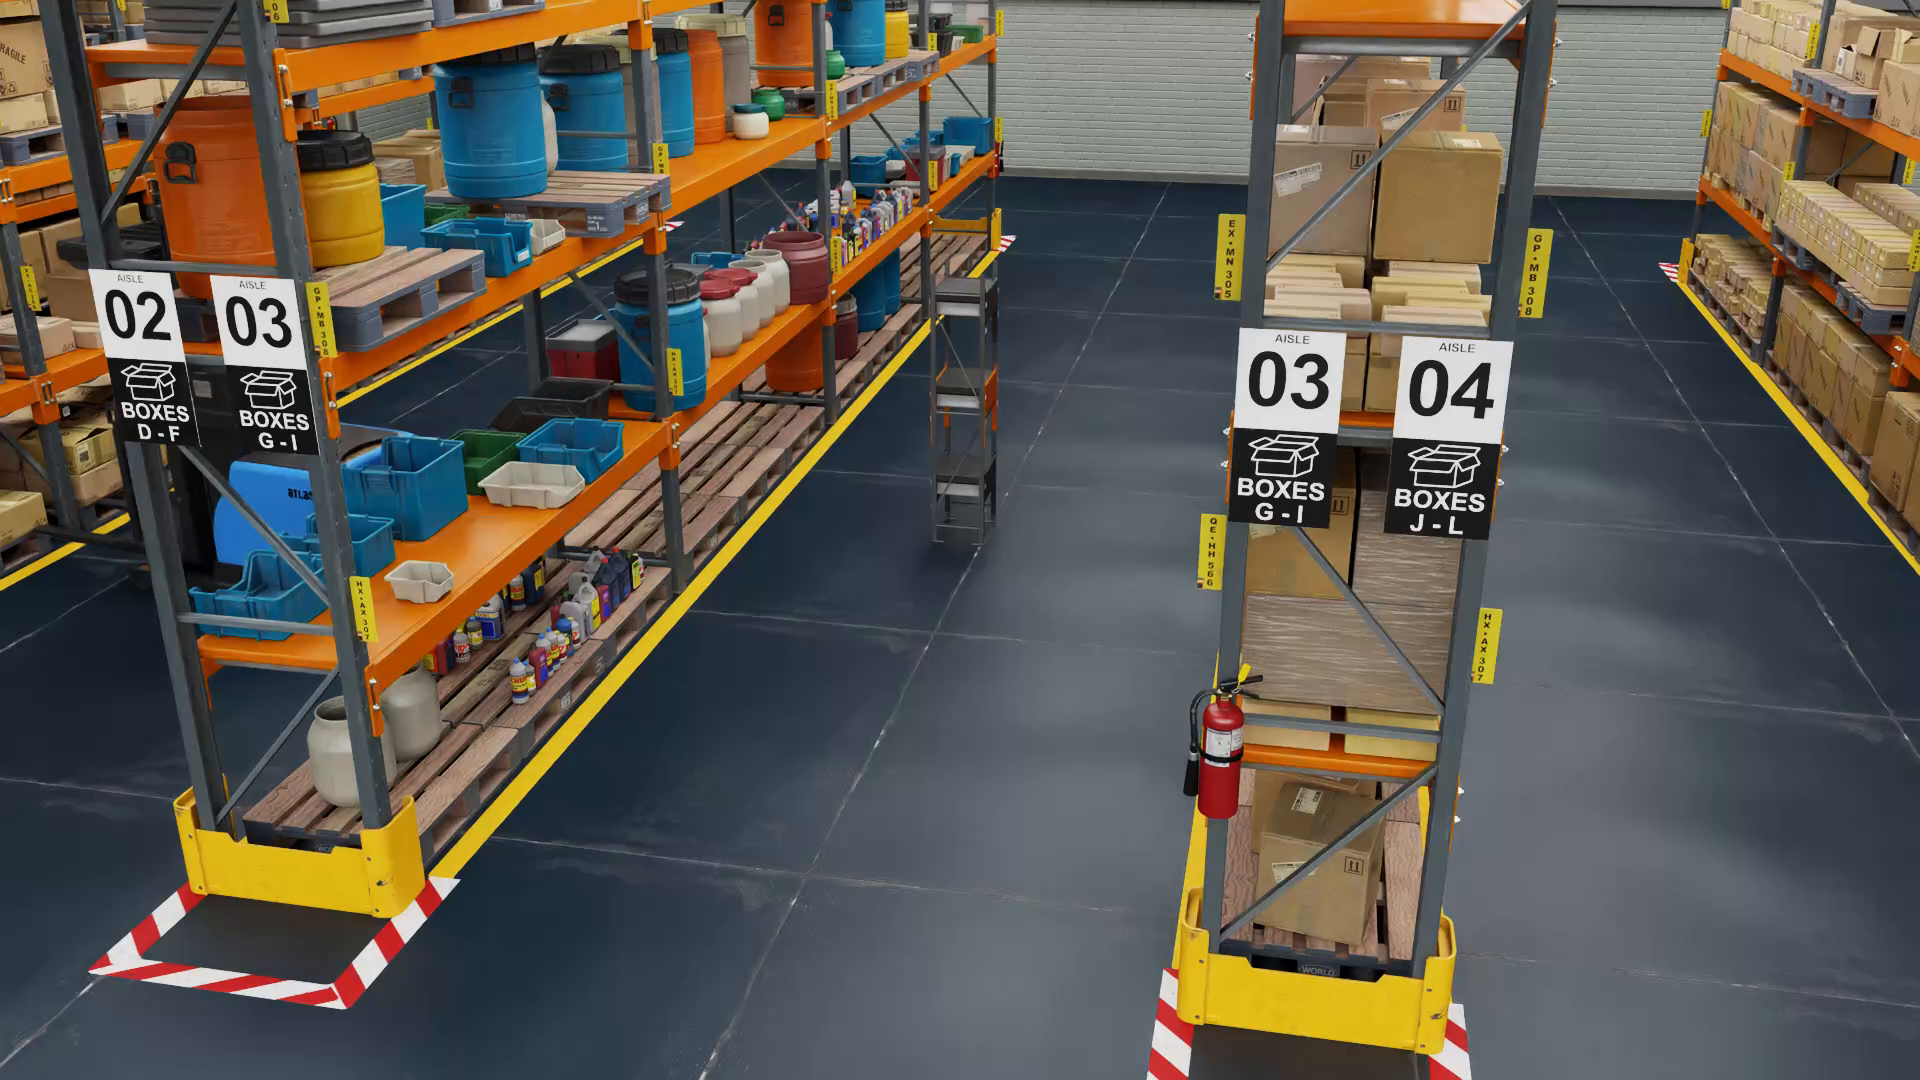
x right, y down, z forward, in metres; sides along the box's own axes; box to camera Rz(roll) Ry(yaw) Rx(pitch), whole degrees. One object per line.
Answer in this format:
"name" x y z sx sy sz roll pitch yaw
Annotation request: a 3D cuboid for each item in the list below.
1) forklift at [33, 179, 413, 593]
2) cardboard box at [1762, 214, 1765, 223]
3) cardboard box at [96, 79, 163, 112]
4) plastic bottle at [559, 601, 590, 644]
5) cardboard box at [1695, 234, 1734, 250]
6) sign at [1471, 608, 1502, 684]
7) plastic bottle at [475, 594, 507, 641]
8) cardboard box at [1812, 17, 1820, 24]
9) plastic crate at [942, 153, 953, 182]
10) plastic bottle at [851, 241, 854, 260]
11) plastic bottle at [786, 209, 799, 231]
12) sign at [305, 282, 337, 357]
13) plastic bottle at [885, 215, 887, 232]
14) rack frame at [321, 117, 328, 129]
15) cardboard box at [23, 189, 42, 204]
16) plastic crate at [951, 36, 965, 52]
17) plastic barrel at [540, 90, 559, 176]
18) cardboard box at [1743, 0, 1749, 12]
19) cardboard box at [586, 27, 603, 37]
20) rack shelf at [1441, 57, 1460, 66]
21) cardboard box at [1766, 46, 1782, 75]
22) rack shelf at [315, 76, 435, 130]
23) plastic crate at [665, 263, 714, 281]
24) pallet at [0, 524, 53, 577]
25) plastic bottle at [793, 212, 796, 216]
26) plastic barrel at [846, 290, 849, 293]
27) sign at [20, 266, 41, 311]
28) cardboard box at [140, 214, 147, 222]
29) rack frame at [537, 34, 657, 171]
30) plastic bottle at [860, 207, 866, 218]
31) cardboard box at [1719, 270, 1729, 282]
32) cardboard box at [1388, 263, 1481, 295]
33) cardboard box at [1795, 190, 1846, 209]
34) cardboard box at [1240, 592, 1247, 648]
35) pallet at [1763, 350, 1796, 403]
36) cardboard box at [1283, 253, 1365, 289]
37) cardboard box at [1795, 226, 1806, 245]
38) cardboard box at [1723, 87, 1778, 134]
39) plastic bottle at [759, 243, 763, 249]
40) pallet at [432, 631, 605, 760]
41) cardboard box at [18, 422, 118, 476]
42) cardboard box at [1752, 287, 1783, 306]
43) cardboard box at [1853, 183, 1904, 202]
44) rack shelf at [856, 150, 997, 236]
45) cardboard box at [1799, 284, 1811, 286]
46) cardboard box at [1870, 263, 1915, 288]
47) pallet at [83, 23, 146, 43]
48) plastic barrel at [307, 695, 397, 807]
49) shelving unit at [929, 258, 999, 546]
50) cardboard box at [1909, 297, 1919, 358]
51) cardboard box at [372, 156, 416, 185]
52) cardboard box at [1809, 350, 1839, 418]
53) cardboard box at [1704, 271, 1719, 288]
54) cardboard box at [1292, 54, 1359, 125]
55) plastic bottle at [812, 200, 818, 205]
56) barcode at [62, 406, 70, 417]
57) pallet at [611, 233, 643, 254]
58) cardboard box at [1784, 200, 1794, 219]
"forklift" -5.441 -1.159 11.809 3.031 2.935 1.130 8 23 19
"cardboard box" 8.732 -3.392 17.597 0.380 0.149 0.250 5 23 13
"cardboard box" -6.870 -3.648 13.519 0.500 0.250 0.500 3 22 6
"plastic bottle" -2.464 0.507 10.637 0.152 0.276 0.135 5 22 12
"cardboard box" 9.221 -3.636 20.325 0.380 0.149 0.250 3 22 8
"sign" 2.092 0.423 6.630 0.100 0.325 0.005 4 22 11
"plastic bottle" -3.018 0.492 10.674 0.152 0.276 0.135 4 22 11
"cardboard box" 8.640 -5.065 16.397 0.380 0.149 0.250 3 22 9
"plastic crate" -0.348 -4.501 20.092 0.437 0.282 0.530 4 22 11
"plastic bottle" -1.079 -2.820 16.107 0.097 0.201 0.097 0 22 0
"plastic bottle" -1.685 -3.151 16.728 0.144 0.351 0.185 4 22 11
"sign" -2.751 -0.947 7.162 0.100 0.325 0.005 4 22 11
"plastic bottle" -0.806 -3.311 17.325 0.097 0.201 0.097 0 22 0
"rack frame" -9.722 -6.201 24.237 1.000 3.000 0.127 4 22 11
"cardboard box" -10.698 -3.929 18.902 0.380 0.149 0.250 5 23 13
"plastic crate" -0.202 -5.941 19.927 0.437 0.136 0.530 4 22 11
"plastic barrel" -2.752 -2.553 10.451 0.421 0.512 0.421 0 22 0
"cardboard box" 9.175 -6.106 18.981 0.380 0.149 0.250 4 22 11
"cardboard box" -4.921 -6.573 21.345 0.500 0.250 0.500 4 22 11
"rack shelf" 2.785 -3.675 11.431 1.077 0.370 4.000 4 22 11
"cardboard box" 8.896 -5.080 17.638 0.500 0.250 0.500 4 22 10
"rack shelf" -6.096 -4.689 17.428 1.077 0.370 4.000 4 22 11
"plastic crate" -2.285 -1.982 13.675 0.402 0.464 0.583 4 22 11
"pallet" -7.524 0.145 12.212 1.003 0.211 1.213 4 22 11
"plastic bottle" -1.693 -3.181 16.893 0.061 0.283 0.133 4 22 11
"plastic barrel" -1.315 -2.368 17.486 0.421 0.512 0.421 0 22 0
"sign" -6.777 -1.833 12.125 0.100 0.325 0.005 4 22 11
"cardboard box" -10.285 -4.040 21.652 0.700 0.500 0.500 5 22 12
"rack frame" -2.472 -3.840 10.344 1.000 3.000 0.127 4 22 11
"plastic bottle" -0.982 -3.306 17.218 0.097 0.271 0.097 0 22 0
"cardboard box" 9.108 -3.110 19.416 0.380 0.149 0.250 3 22 8
"cardboard box" 2.047 -1.090 7.198 0.380 0.149 0.250 5 23 13
"cardboard box" 8.207 -3.240 15.861 0.380 0.149 0.250 5 22 11
"cardboard box" 1.684 0.207 7.791 0.875 0.500 0.500 4 22 11
"pallet" 8.687 -1.612 16.575 1.003 0.211 1.213 4 22 11
"cardboard box" 1.628 -1.218 7.516 0.380 0.149 0.250 5 22 12
"cardboard box" 8.155 -2.875 15.752 0.380 0.149 0.250 5 22 11
"cardboard box" 9.212 -4.973 19.315 0.500 0.500 0.500 5 22 12
"plastic bottle" -1.903 -2.734 15.893 0.097 0.201 0.097 0 22 0
"pallet" -2.897 0.926 10.272 1.003 0.211 1.213 4 22 11
"cardboard box" -6.992 -0.748 13.064 0.500 0.311 0.500 5 22 11
"cardboard box" 8.675 -2.586 17.716 0.380 0.149 0.250 5 22 12
"cardboard box" 8.953 -3.383 16.217 0.380 0.149 0.250 5 23 13
"rack shelf" -0.432 -4.381 20.680 1.077 0.370 4.000 4 22 11
"cardboard box" 9.235 -2.642 17.855 0.380 0.149 0.250 4 22 10
"cardboard box" 7.683 -2.159 13.576 0.380 0.149 0.250 5 22 12
"pallet" -10.361 -6.387 20.801 1.003 0.211 1.213 4 22 11
"plastic barrel" -3.229 1.118 8.830 0.421 0.512 0.421 0 22 0
"shelving unit" 0.034 -1.035 12.612 0.431 2.100 0.503 4 22 11
"cardboard box" 7.672 -1.631 12.753 0.500 0.500 0.500 5 22 12
"cardboard box" -6.113 -3.699 17.328 0.700 0.500 0.500 9 24 21
"cardboard box" 8.108 -1.408 15.118 0.500 0.500 0.500 3 22 9
"cardboard box" 9.063 -3.080 19.741 0.380 0.149 0.250 5 22 12
"cardboard box" 2.642 -3.291 12.191 0.500 0.500 0.500 4 22 9
"plastic bottle" -1.496 -3.447 17.563 0.152 0.276 0.135 4 22 11
"barcode" -6.861 -0.988 12.764 0.001 0.075 0.075 4 22 11
"pallet" -5.049 -4.212 23.030 1.003 0.211 1.213 4 22 11
"cardboard box" 8.262 -3.203 16.167 0.380 0.149 0.250 4 22 10
